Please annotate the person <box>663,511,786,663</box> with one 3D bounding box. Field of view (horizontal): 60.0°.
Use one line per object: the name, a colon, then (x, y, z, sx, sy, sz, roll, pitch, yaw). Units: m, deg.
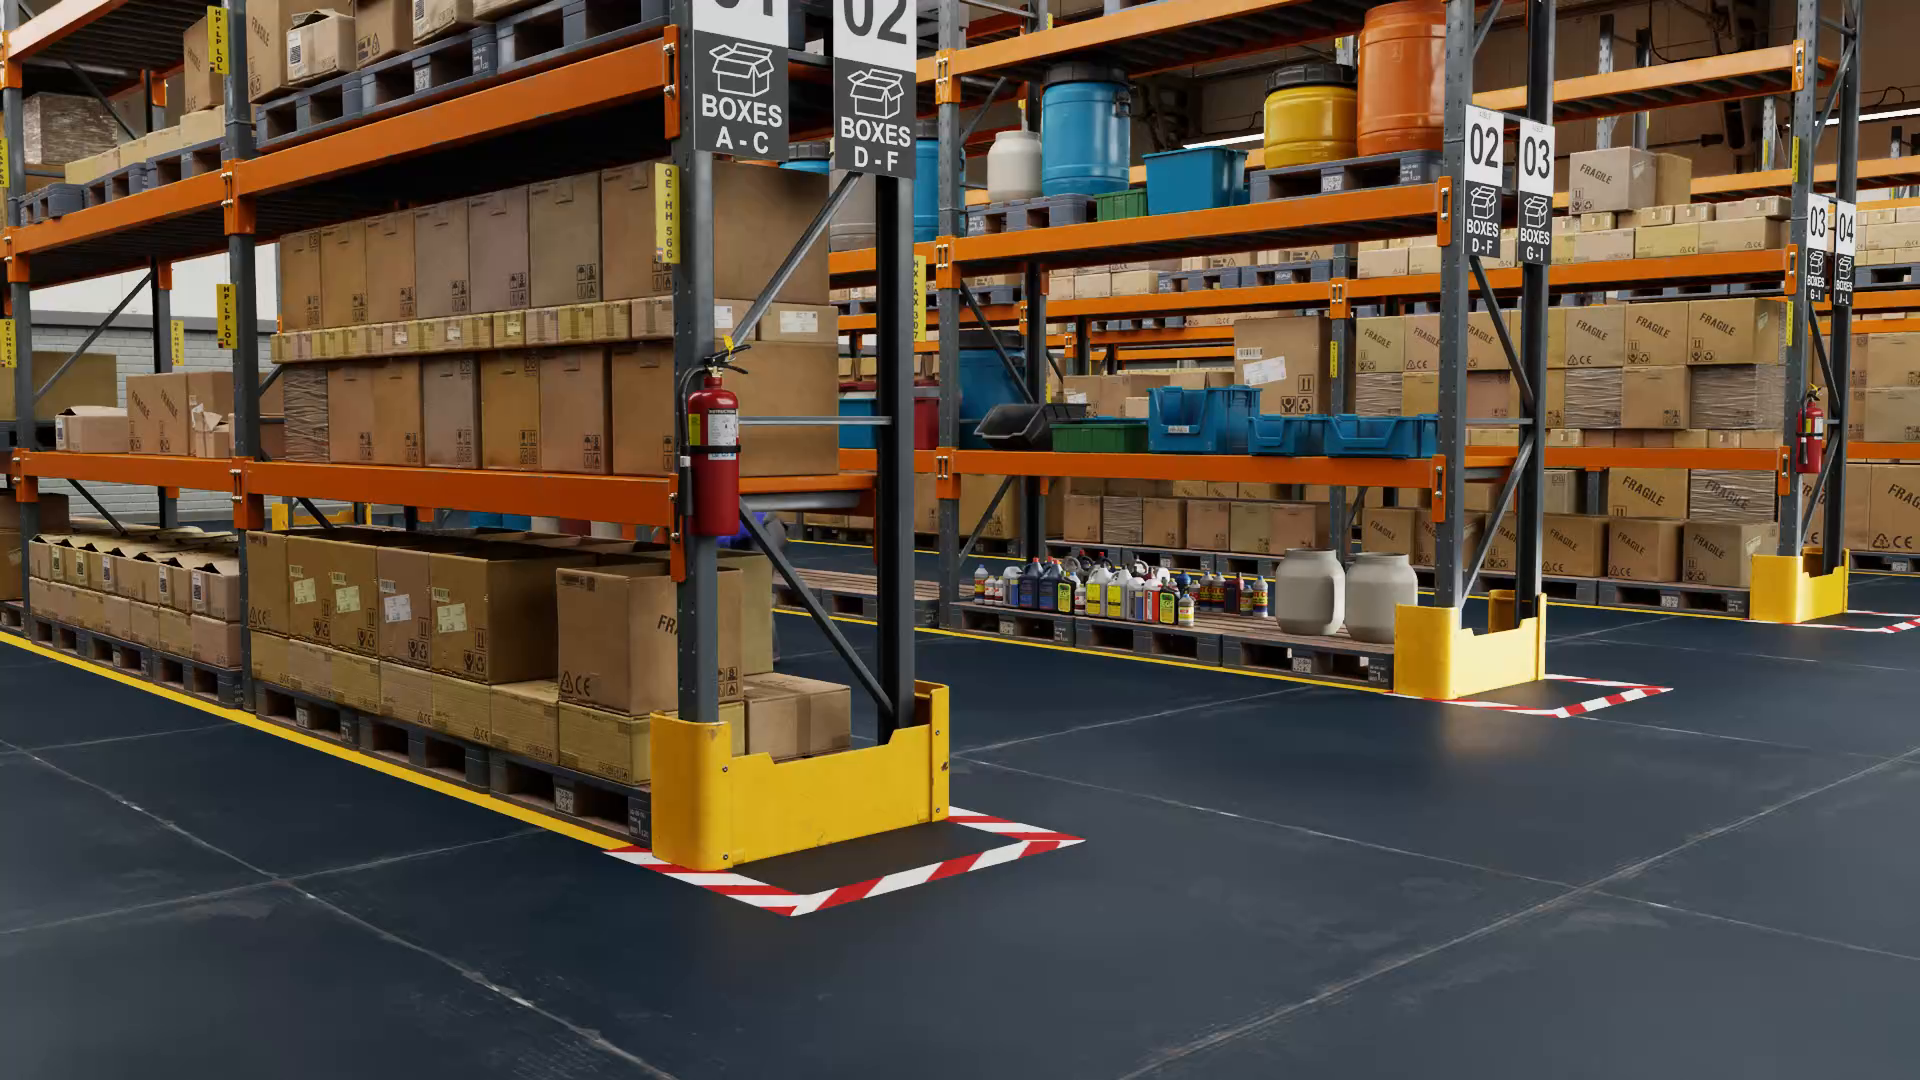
person: (-1.466, 0.267, 10.228, 0.429, 1.038, 0.876, 4, 6, 44)
